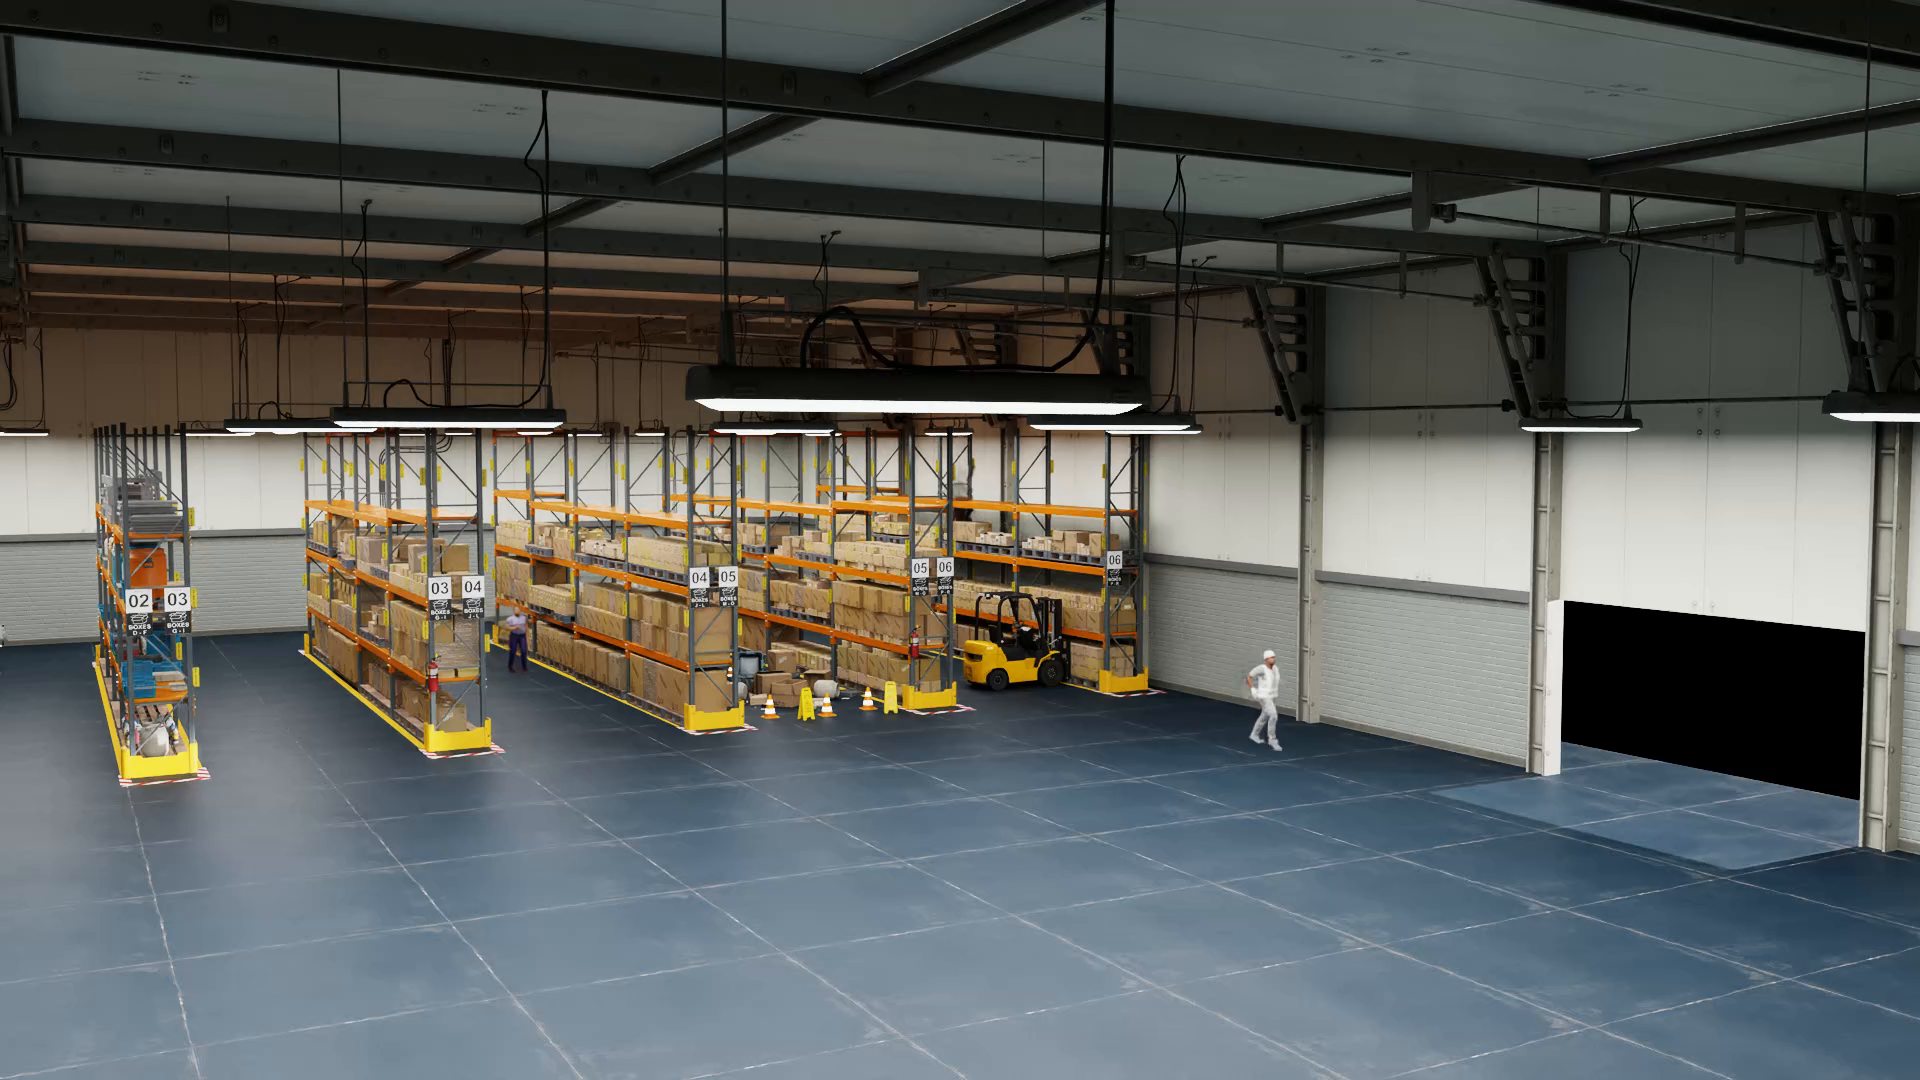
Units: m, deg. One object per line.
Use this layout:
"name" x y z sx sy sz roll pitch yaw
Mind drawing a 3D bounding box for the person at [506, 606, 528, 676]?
"person" -10.794 2.440 40.548 0.592 1.664 0.876 -2 4 -30

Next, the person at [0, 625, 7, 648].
"person" -22.174 2.524 38.031 0.627 1.825 0.869 -3 4 -38

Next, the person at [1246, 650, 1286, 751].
"person" 5.700 2.954 30.845 0.790 1.836 0.690 3 5 41
